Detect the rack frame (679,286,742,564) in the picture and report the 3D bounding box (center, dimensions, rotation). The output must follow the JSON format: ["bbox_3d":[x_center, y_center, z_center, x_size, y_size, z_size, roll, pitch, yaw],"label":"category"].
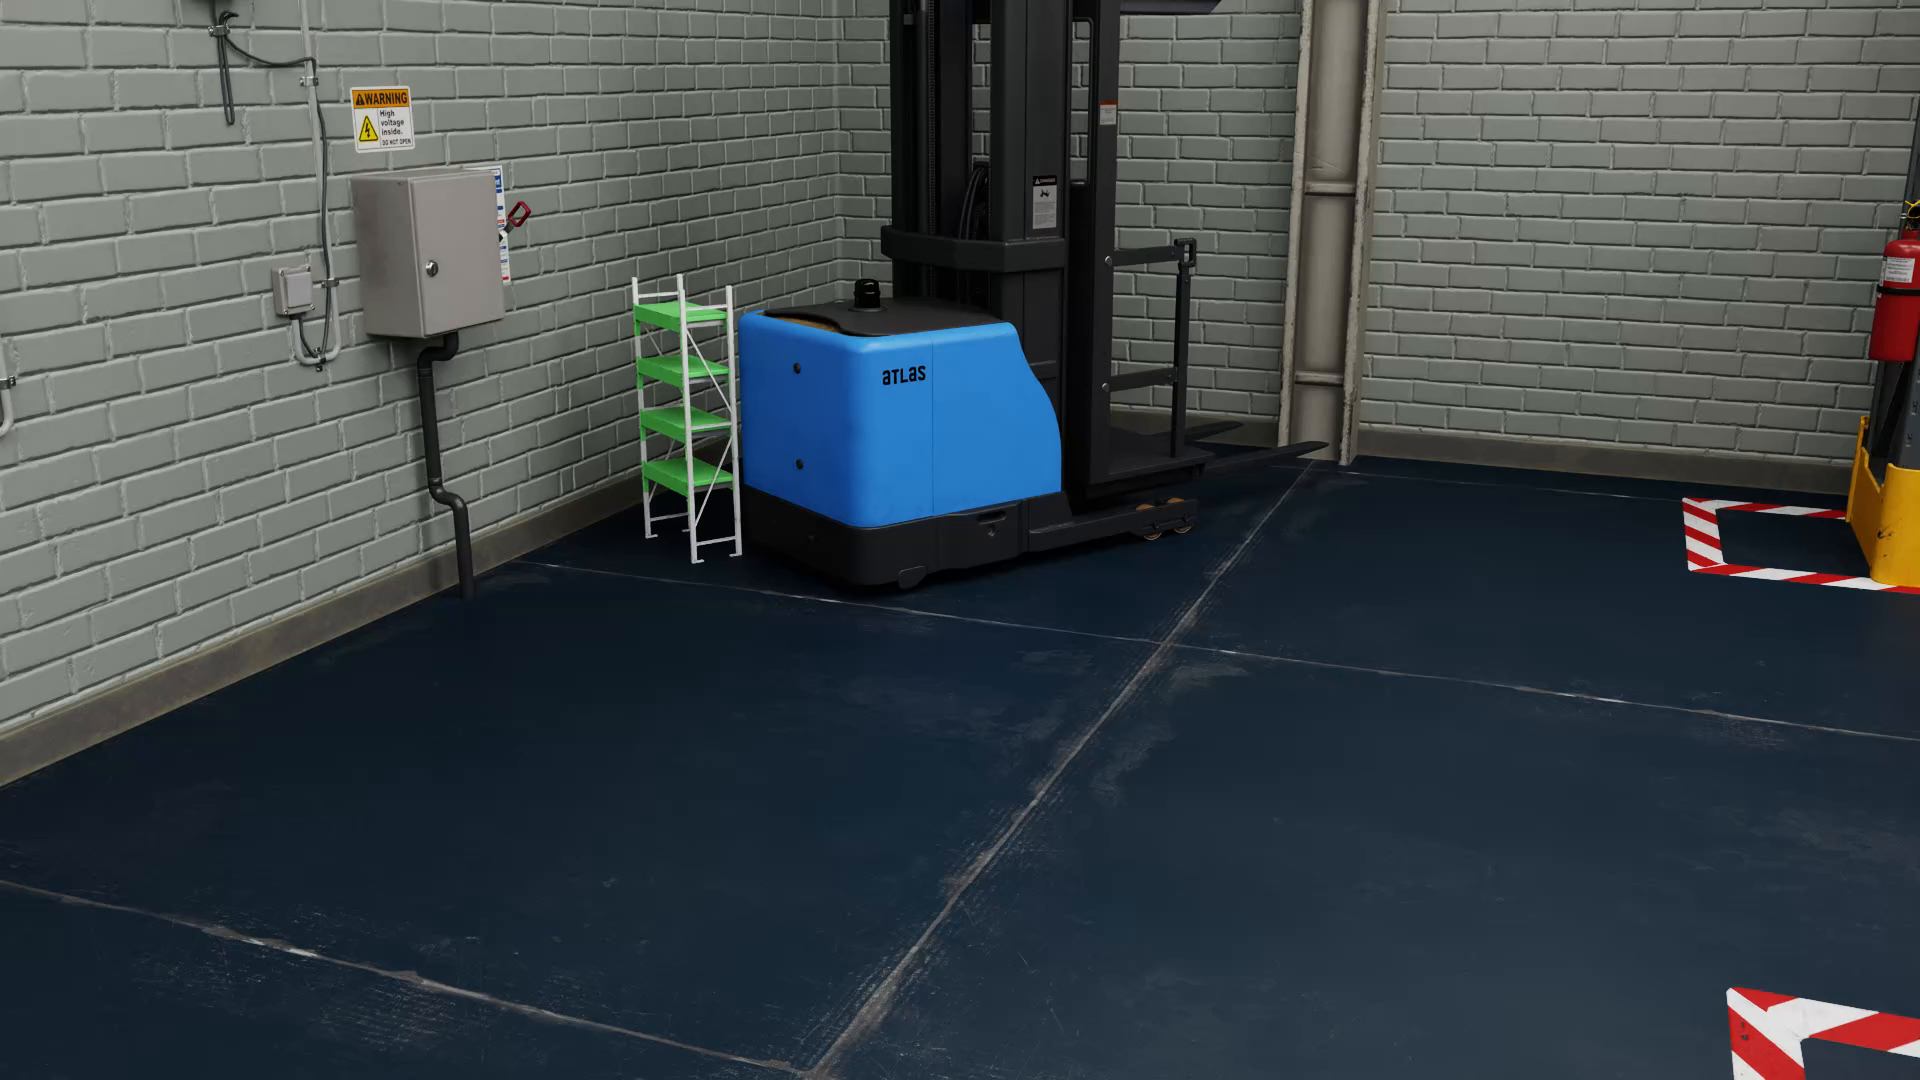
[{"bbox_3d":[-1.080,-0.493,7.218,0.240,1.200,0.015,-11,19,-33],"label":"rack frame"}]

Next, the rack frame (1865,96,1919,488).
[{"bbox_3d":[4.169,-1.397,7.106,0.127,3.000,1.000,6,17,21],"label":"rack frame"}]

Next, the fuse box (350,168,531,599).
[{"bbox_3d":[-1.996,-0.591,6.641,0.414,1.711,0.539,6,17,21],"label":"fuse box"}]

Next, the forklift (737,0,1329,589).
[{"bbox_3d":[0.498,-1.512,7.624,3.031,2.935,1.130,-12,20,-35],"label":"forklift"}]

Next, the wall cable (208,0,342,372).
[{"bbox_3d":[-2.393,-1.537,5.766,0.122,1.984,0.588,6,17,21],"label":"wall cable"}]

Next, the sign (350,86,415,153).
[{"bbox_3d":[-2.209,-1.614,6.370,0.001,0.242,0.339,6,17,21],"label":"sign"}]

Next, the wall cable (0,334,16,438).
[{"bbox_3d":[-2.903,-1.183,4.491,0.123,1.953,0.585,6,17,21],"label":"wall cable"}]

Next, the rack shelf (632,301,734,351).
[{"bbox_3d":[-1.218,-0.948,7.296,0.258,0.148,0.480,-11,19,-33],"label":"rack shelf"}]

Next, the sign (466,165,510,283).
[{"bbox_3d":[-2.008,-1.314,6.989,0.001,0.494,0.329,6,17,21],"label":"sign"}]

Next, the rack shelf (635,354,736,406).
[{"bbox_3d":[-1.218,-0.718,7.363,0.258,0.148,0.480,-11,19,-33],"label":"rack shelf"}]

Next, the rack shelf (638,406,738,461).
[{"bbox_3d":[-1.218,-0.487,7.430,0.258,0.148,0.480,-11,19,-33],"label":"rack shelf"}]

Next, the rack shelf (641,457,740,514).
[{"bbox_3d":[-1.218,-0.257,7.497,0.258,0.148,0.480,-11,19,-33],"label":"rack shelf"}]

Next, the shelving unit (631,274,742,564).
[{"bbox_3d":[-1.218,-0.549,7.412,0.258,1.200,0.503,-11,19,-33],"label":"shelving unit"}]

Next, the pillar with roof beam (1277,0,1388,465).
[{"bbox_3d":[0.412,-3.671,4.179,0.400,9.000,9.100,6,17,21],"label":"pillar with roof beam"}]

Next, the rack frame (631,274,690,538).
[{"bbox_3d":[-1.355,-0.605,7.605,0.240,1.200,0.015,-11,19,-33],"label":"rack frame"}]

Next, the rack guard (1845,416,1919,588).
[{"bbox_3d":[4.240,-0.189,7.428,0.348,0.500,1.175,6,17,21],"label":"rack guard"}]

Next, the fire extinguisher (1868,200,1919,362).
[{"bbox_3d":[3.862,-1.076,6.808,0.183,0.674,0.296,6,17,21],"label":"fire extinguisher"}]
